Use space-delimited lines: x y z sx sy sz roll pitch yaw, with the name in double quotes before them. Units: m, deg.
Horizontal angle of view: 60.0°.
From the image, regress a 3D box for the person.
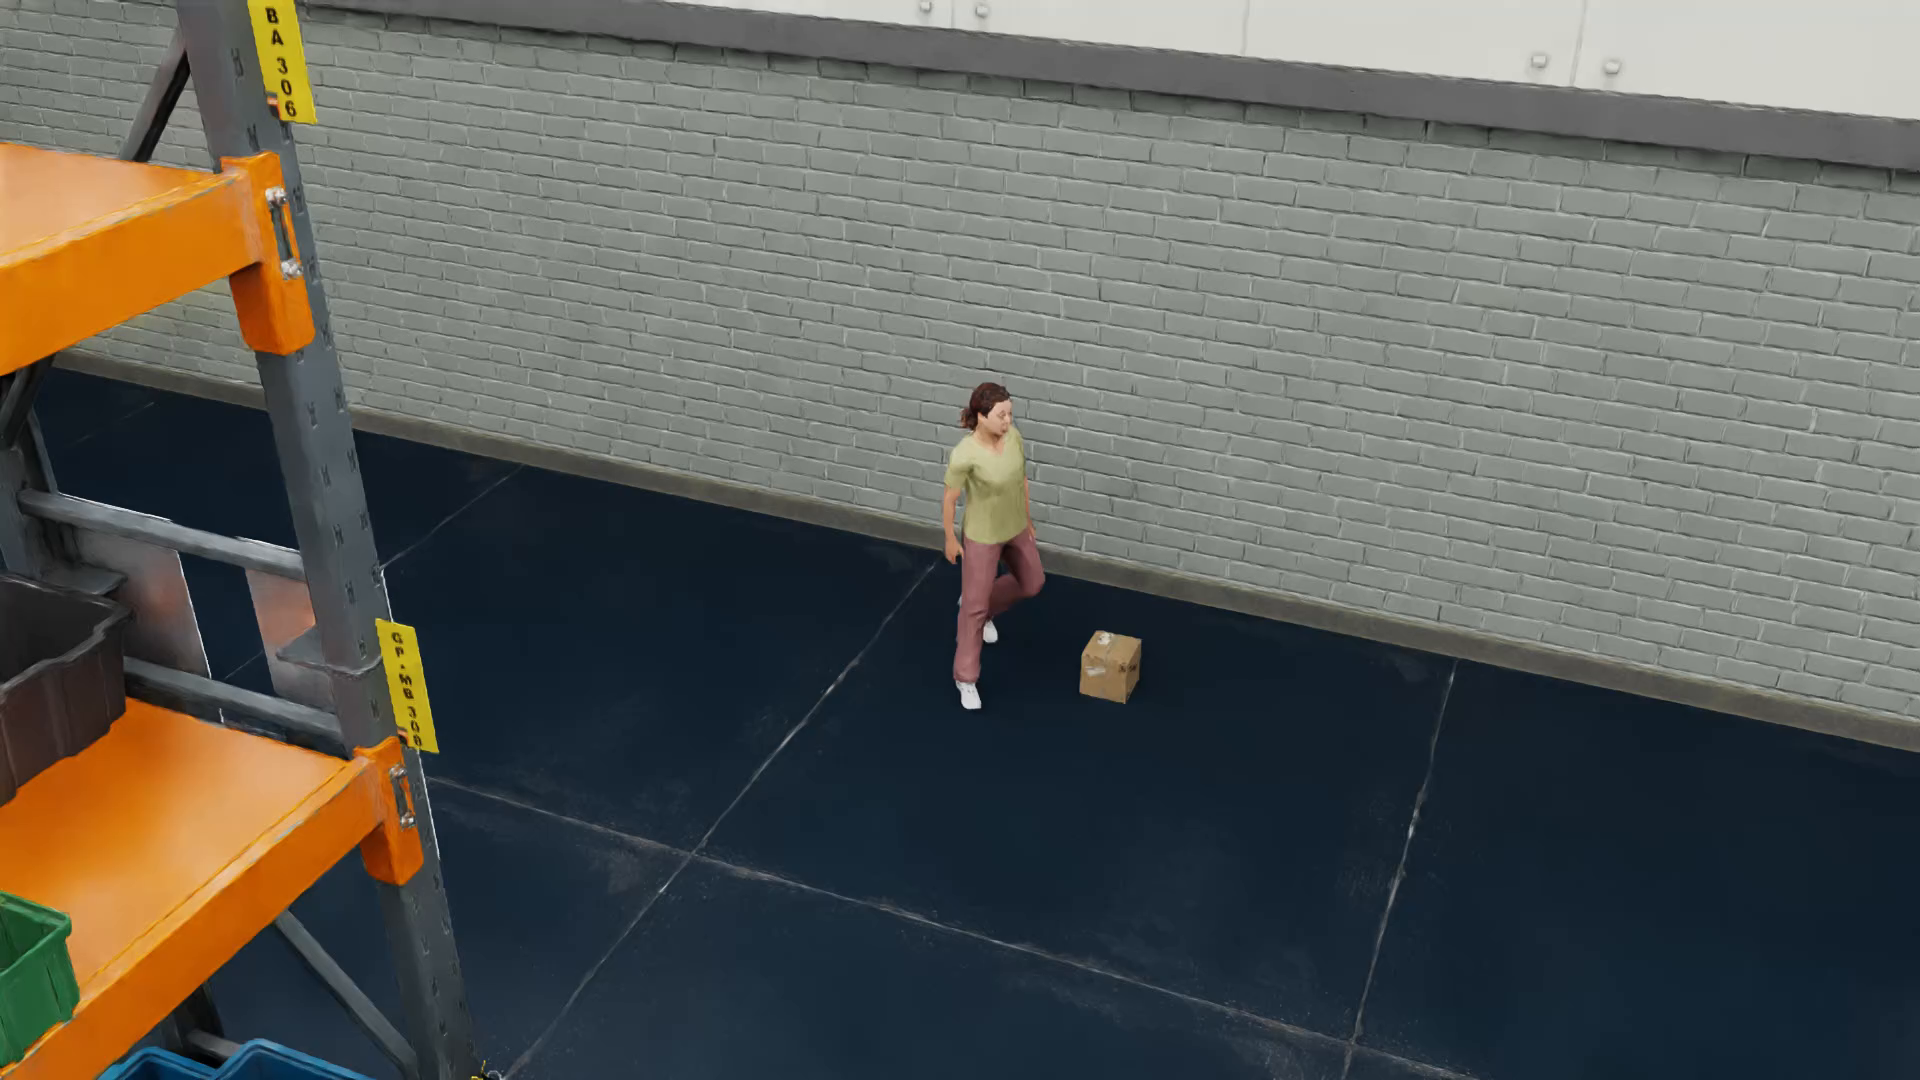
"person" 0.104 0.071 8.492 0.601 1.414 0.597 -23 37 -34
